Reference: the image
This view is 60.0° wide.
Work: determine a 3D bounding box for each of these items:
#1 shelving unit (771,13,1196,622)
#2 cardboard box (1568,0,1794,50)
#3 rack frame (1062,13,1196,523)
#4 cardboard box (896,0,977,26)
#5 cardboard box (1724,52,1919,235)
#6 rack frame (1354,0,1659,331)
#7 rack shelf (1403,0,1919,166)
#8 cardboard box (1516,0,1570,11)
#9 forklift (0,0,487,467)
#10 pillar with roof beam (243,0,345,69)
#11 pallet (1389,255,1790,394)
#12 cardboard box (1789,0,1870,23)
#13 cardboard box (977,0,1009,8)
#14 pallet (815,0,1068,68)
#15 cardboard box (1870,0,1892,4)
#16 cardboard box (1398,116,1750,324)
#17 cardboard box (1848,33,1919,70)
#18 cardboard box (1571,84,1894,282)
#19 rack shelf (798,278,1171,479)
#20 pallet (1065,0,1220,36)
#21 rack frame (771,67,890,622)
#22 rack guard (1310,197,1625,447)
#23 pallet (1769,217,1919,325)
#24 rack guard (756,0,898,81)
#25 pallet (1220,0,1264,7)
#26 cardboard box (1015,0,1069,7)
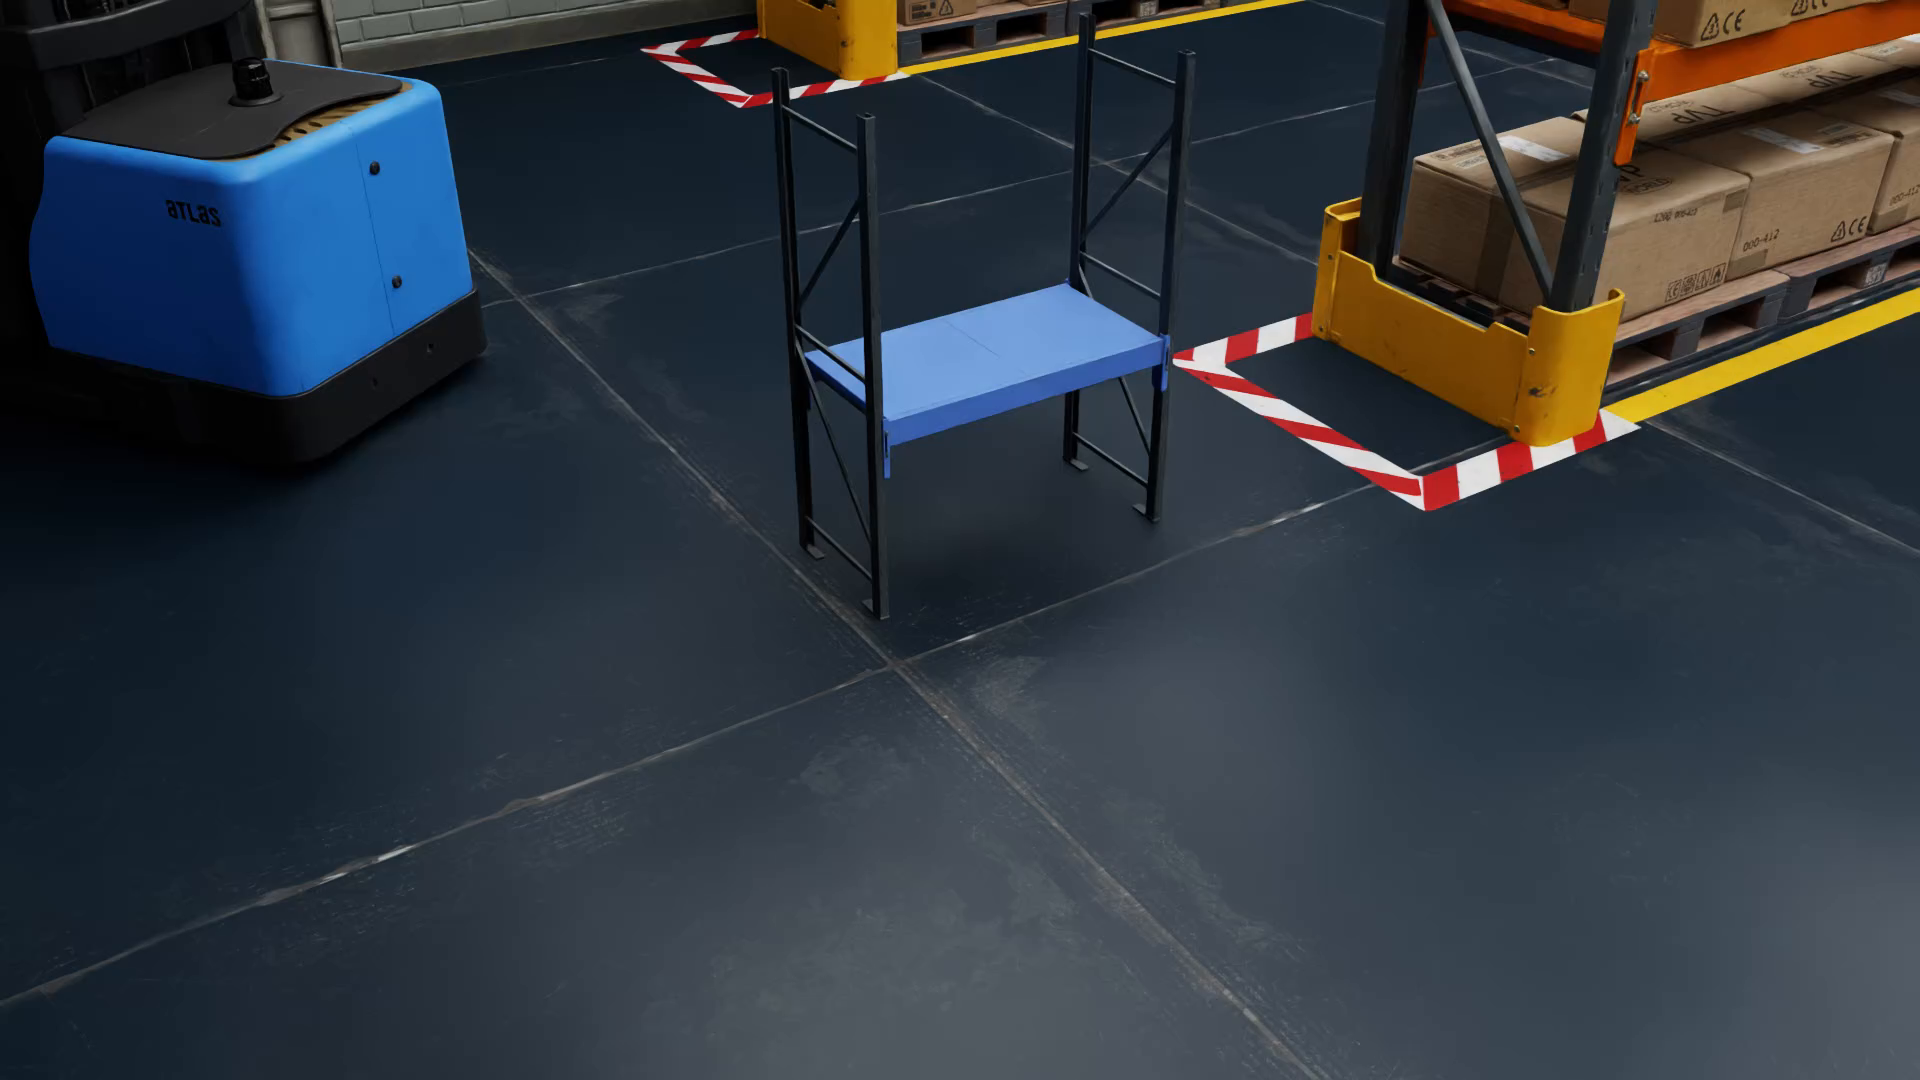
[{"bbox_3d":[0.072,-0.659,4.889,1.048,1.500,0.538,-19,37,-27],"label":"shelving unit"},{"bbox_3d":[2.397,-1.948,5.433,0.500,0.500,0.500,-19,37,-28],"label":"cardboard box"},{"bbox_3d":[0.499,-0.806,5.122,0.032,1.500,0.500,-19,37,-27],"label":"rack frame"},{"bbox_3d":[-0.289,-3.376,9.737,0.637,0.503,0.797,-21,38,-29],"label":"cardboard box"},{"bbox_3d":[3.862,-1.753,7.226,0.875,0.438,0.875,-20,37,-29],"label":"cardboard box"},{"bbox_3d":[1.838,-1.895,5.443,0.127,3.000,1.000,-19,37,-27],"label":"rack frame"},{"bbox_3d":[3.519,-2.169,6.552,4.000,0.370,1.077,-19,37,-27],"label":"rack shelf"},{"bbox_3d":[2.100,-2.196,5.826,0.500,0.500,0.500,-19,37,-27],"label":"cardboard box"},{"bbox_3d":[-3.350,-1.986,5.652,3.031,2.935,1.130,13,34,19],"label":"forklift"},{"bbox_3d":[-1.277,-4.352,3.714,0.400,9.000,9.100,-19,37,-27],"label":"pillar with roof beam"},{"bbox_3d":[2.467,-0.982,6.609,1.213,0.211,1.003,-19,37,-27],"label":"pallet"},{"bbox_3d":[2.807,-2.106,5.684,0.500,0.500,0.500,-20,37,-28],"label":"cardboard box"},{"bbox_3d":[0.089,-3.332,9.999,0.250,0.149,0.380,-21,38,-29],"label":"cardboard box"},{"bbox_3d":[-0.121,-3.194,10.115,1.213,0.211,1.003,-19,37,-27],"label":"pallet"},{"bbox_3d":[3.244,-2.245,5.904,0.500,0.500,0.500,-19,37,-28],"label":"cardboard box"},{"bbox_3d":[2.338,-1.225,6.388,0.875,0.438,0.875,-20,38,-29],"label":"cardboard box"},{"bbox_3d":[4.614,-2.012,7.636,0.875,0.438,0.875,-20,37,-28],"label":"cardboard box"},{"bbox_3d":[3.103,-1.493,6.814,0.875,0.438,0.875,-18,36,-26],"label":"cardboard box"},{"bbox_3d":[0.072,-0.507,4.985,1.000,0.185,0.538,-19,37,-27],"label":"rack shelf"},{"bbox_3d":[0.903,-3.544,10.671,1.213,0.211,1.003,-19,37,-27],"label":"pallet"},{"bbox_3d":[-0.356,-0.512,4.656,0.032,1.500,0.500,-19,37,-27],"label":"rack frame"},{"bbox_3d":[1.818,-0.831,6.099,0.348,0.500,1.175,-19,37,-27],"label":"rack guard"},{"bbox_3d":[3.492,-1.333,7.165,1.213,0.211,1.003,-19,37,-27],"label":"pallet"},{"bbox_3d":[-0.791,-3.085,9.672,0.348,0.500,1.175,-19,37,-27],"label":"rack guard"},{"bbox_3d":[1.930,-3.899,11.233,1.213,0.211,1.003,-19,37,-27],"label":"pallet"},{"bbox_3d":[0.450,-3.605,10.102,0.500,0.500,0.700,-17,36,-25],"label":"cardboard box"}]
